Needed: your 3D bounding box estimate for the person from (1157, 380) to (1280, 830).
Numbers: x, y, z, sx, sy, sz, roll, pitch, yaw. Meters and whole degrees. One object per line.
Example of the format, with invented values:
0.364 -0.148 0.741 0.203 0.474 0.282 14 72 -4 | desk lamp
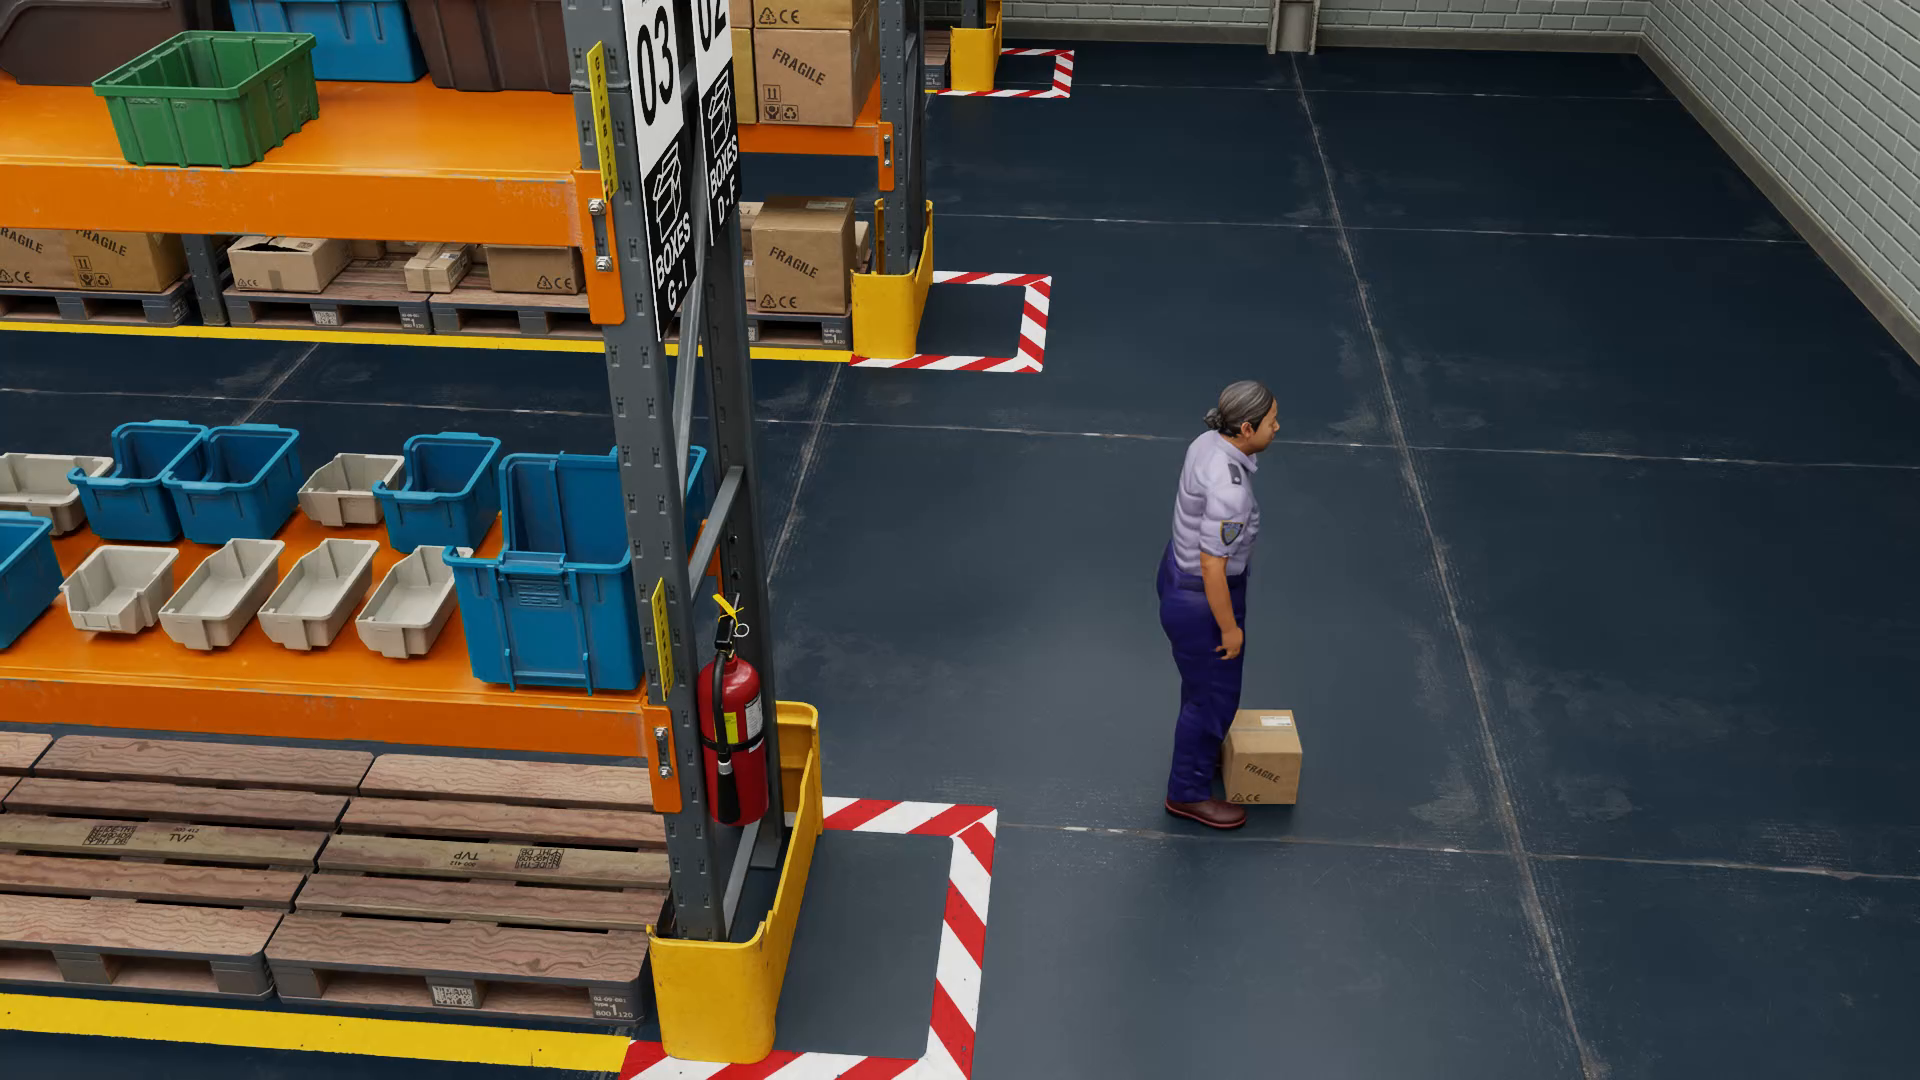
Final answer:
0.905 0.203 5.821 0.418 1.653 0.563 1 32 2 | person
